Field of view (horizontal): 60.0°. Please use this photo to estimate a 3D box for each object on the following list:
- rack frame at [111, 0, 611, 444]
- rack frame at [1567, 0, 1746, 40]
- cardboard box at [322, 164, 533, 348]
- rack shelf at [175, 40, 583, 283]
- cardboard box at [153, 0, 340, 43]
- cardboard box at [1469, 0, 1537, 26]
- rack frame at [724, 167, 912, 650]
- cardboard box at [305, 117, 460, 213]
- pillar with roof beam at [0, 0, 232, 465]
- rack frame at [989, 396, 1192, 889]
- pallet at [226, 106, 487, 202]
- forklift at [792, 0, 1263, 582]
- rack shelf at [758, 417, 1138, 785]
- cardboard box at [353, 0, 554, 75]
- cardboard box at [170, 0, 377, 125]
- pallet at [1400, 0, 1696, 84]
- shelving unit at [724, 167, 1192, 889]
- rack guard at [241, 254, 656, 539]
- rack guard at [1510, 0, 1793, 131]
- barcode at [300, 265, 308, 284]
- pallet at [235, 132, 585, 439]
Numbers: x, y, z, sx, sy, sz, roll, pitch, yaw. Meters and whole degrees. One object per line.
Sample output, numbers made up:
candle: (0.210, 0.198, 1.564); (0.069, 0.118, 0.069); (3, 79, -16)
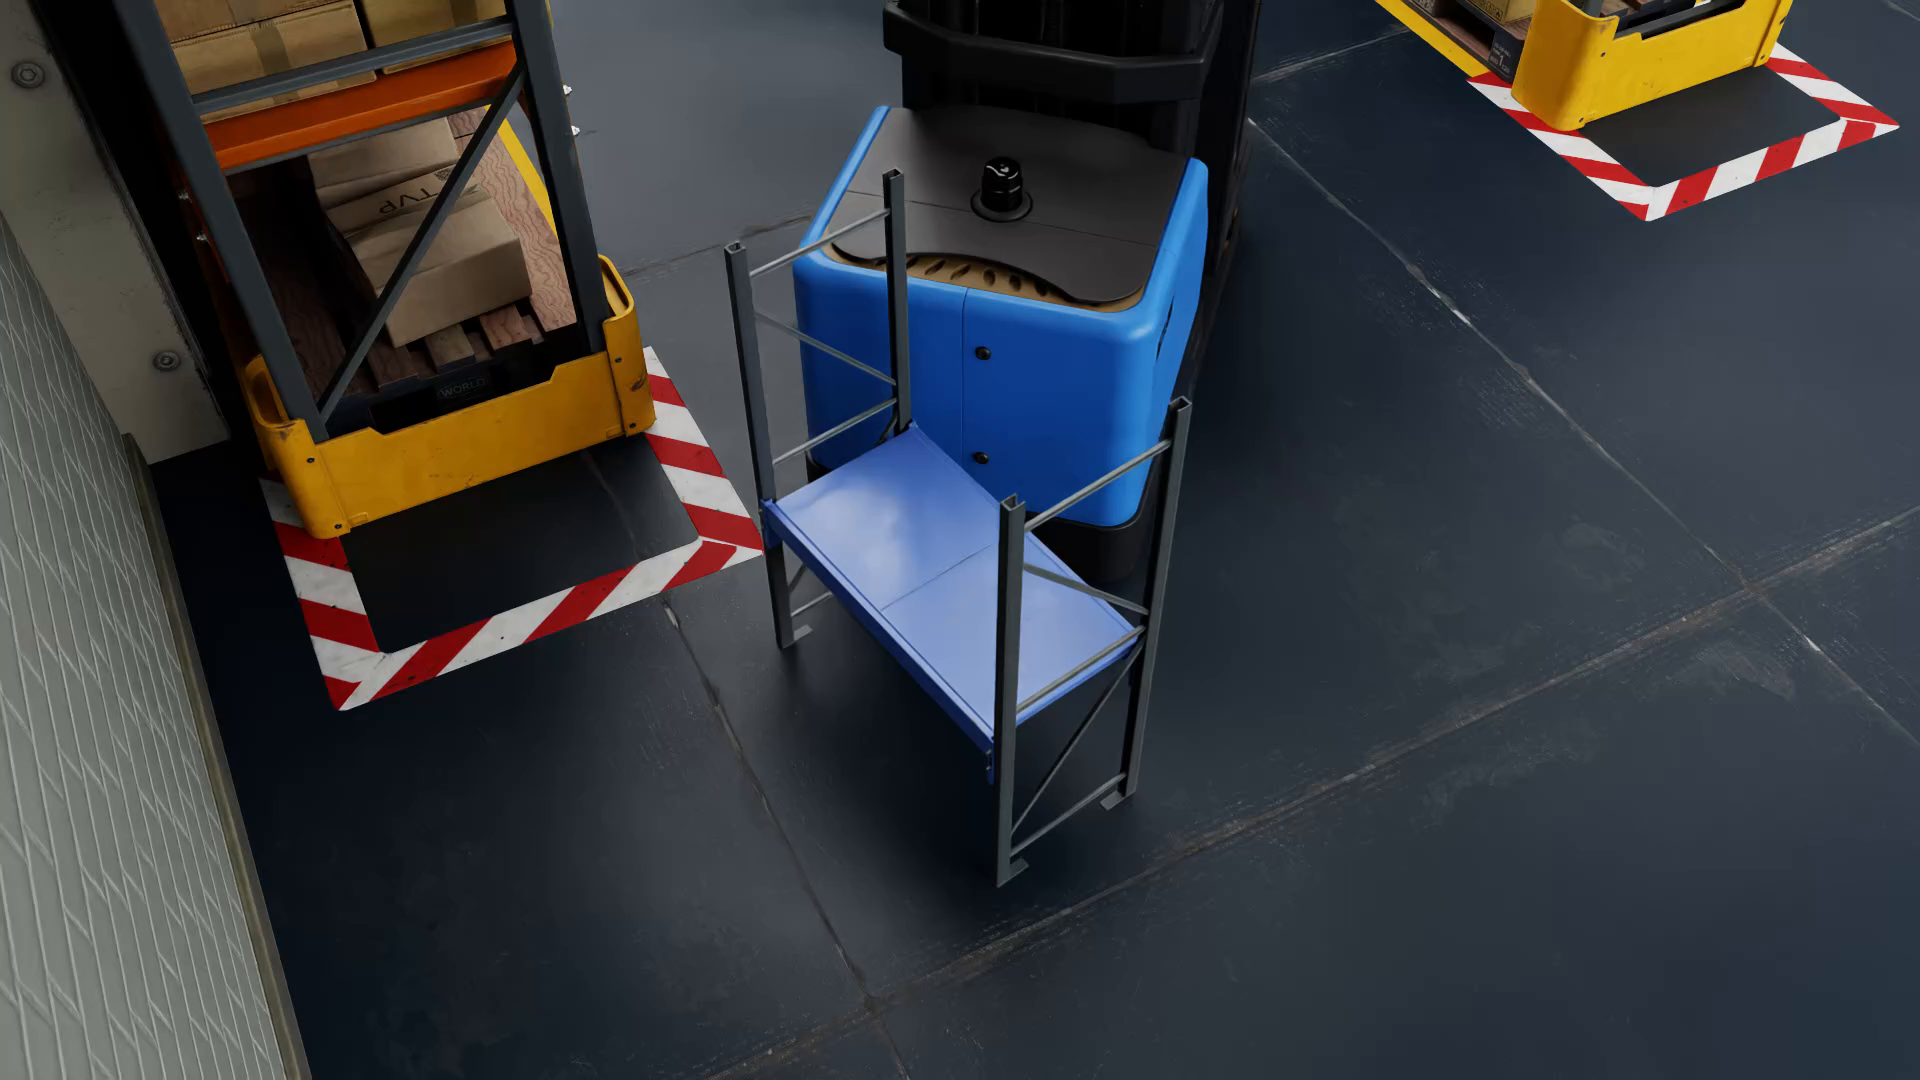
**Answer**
rack frame: (-1.567, -1.238, 4.340); (1.000, 3.000, 0.127); (-21, 52, -18)
rack frame: (2.836, -2.946, 5.834); (1.000, 3.000, 0.127); (-21, 52, -18)
cardboard box: (-1.804, -0.991, 5.618); (0.500, 0.311, 0.500); (-27, 54, -21)
rack shelf: (-2.483, -2.339, 5.781); (1.077, 0.370, 4.000); (-21, 52, -18)
cardboard box: (-1.972, -1.684, 4.318); (0.500, 0.500, 0.500); (-22, 52, -18)
cardboard box: (2.327, -2.437, 6.936); (0.500, 0.250, 0.500); (-21, 52, -18)
rack frame: (-0.342, -0.291, 4.508); (0.500, 1.500, 0.032); (-31, 55, -24)
cardboard box: (-2.065, -1.373, 5.952); (0.500, 0.311, 0.500); (-17, 51, -15)
pillar with roof beam: (1.171, -4.866, 3.528); (9.100, 9.000, 0.400); (-21, 52, -18)
rack frame: (0.285, 0.312, 3.981); (0.500, 1.500, 0.032); (-31, 55, -24)
pallet: (-2.497, -1.742, 6.633); (1.003, 0.211, 1.213); (-21, 52, -18)
forklift: (0.425, -1.974, 5.029); (1.130, 2.935, 3.031); (12, 50, 11)
rack shelf: (-0.028, 0.129, 4.380); (0.538, 0.185, 1.000); (-31, 55, -24)
cardboard box: (-1.508, -1.631, 4.770); (0.500, 0.250, 0.500); (-23, 53, -19)
cardboard box: (-1.954, -1.441, 4.604); (0.500, 0.250, 0.500); (-20, 52, -17)
pallet: (2.448, -2.526, 7.319); (1.003, 0.211, 1.213); (-21, 52, -18)
shelving unit: (-0.028, 0.011, 4.244); (0.538, 1.500, 1.048); (-31, 55, -24)
rack guard: (-1.602, -0.466, 5.325); (1.175, 0.500, 0.348); (-21, 52, -18)
rack guard: (2.847, -2.107, 6.761); (1.175, 0.500, 0.348); (-21, 52, -18)
barcode: (-2.168, -0.869, 5.505); (0.001, 0.075, 0.075); (-21, 52, -18)
pallet: (-1.942, -0.926, 5.920); (1.003, 0.211, 1.213); (-21, 52, -18)
